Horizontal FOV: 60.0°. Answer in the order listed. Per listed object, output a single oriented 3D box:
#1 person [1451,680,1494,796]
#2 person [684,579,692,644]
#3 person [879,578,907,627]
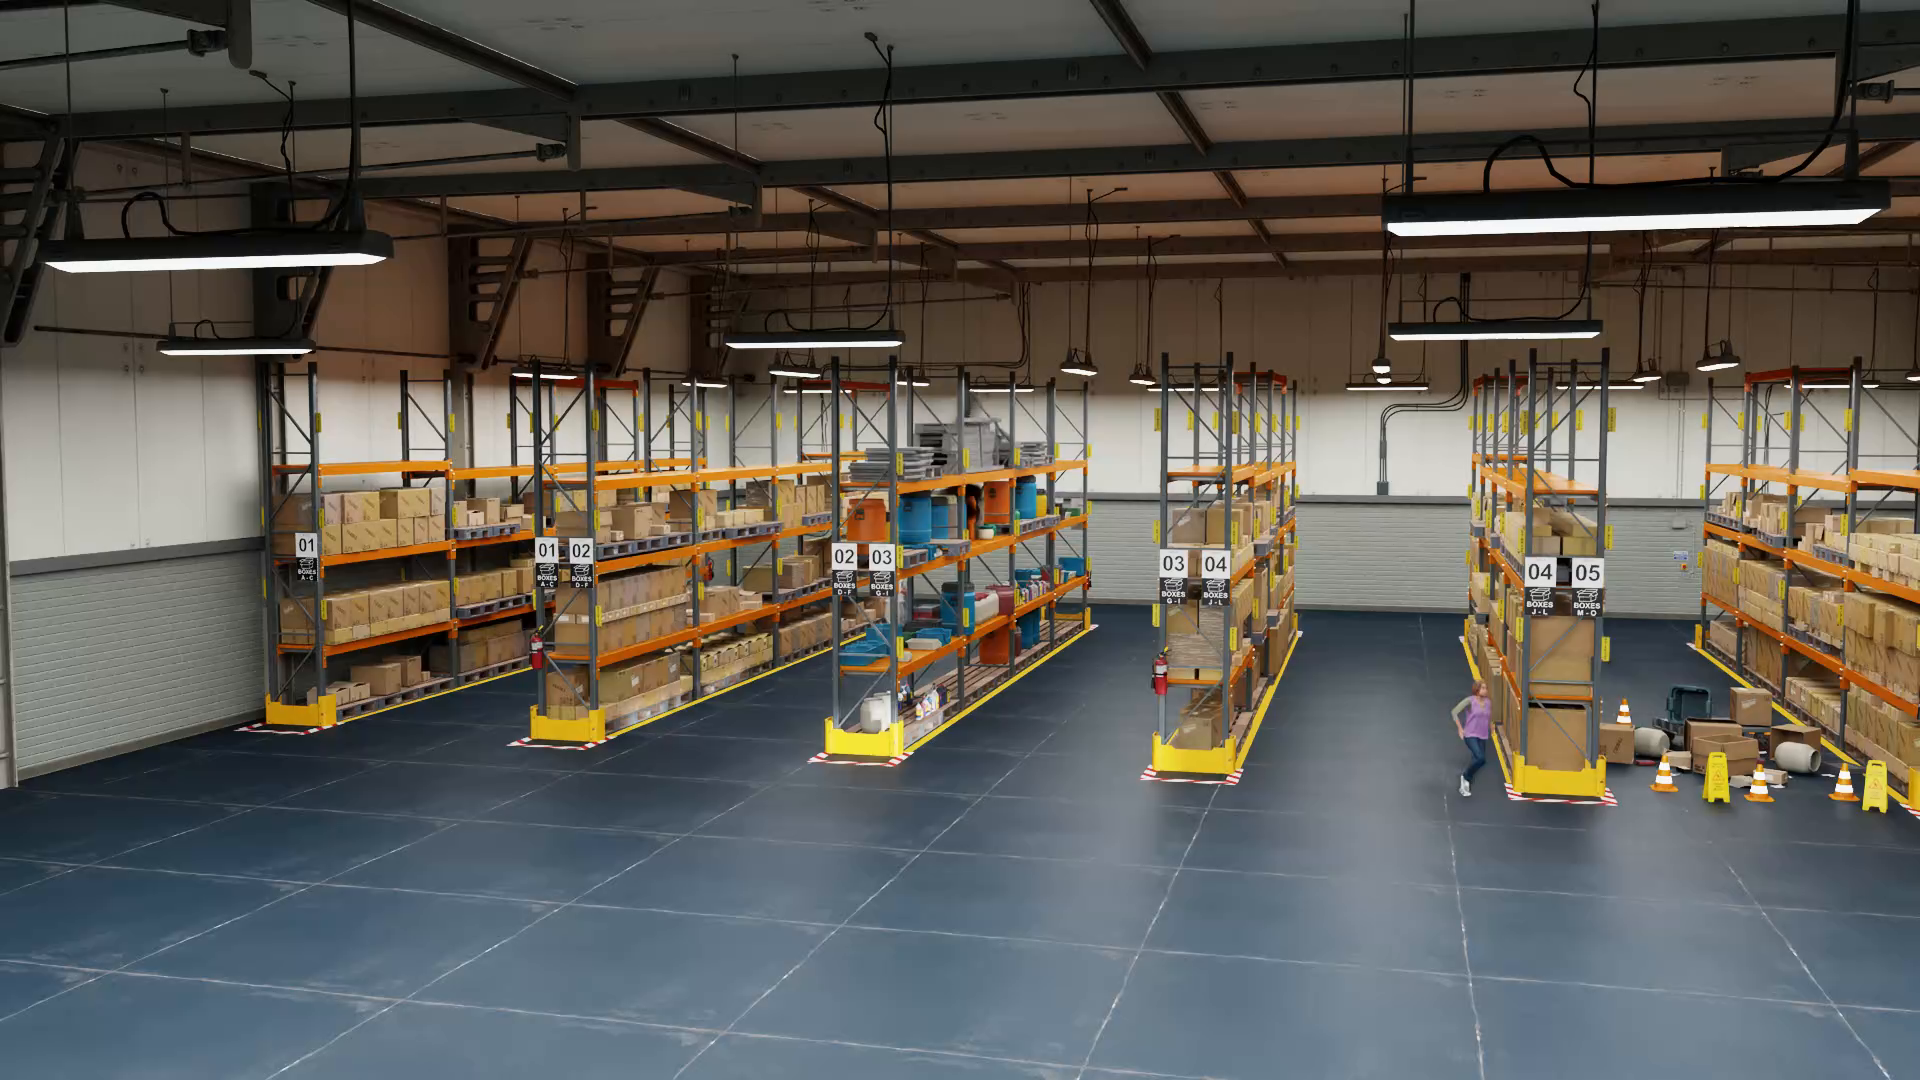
[{"bbox_3d":[6.925,2.664,22.256,0.531,1.540,0.538,-1,4,-20],"label":"person"},{"bbox_3d":[-5.571,1.679,34.966,0.653,1.758,0.647,1,4,17],"label":"person"},{"bbox_3d":[-1.390,1.363,35.222,0.658,1.816,0.903,0,4,6],"label":"person"}]
